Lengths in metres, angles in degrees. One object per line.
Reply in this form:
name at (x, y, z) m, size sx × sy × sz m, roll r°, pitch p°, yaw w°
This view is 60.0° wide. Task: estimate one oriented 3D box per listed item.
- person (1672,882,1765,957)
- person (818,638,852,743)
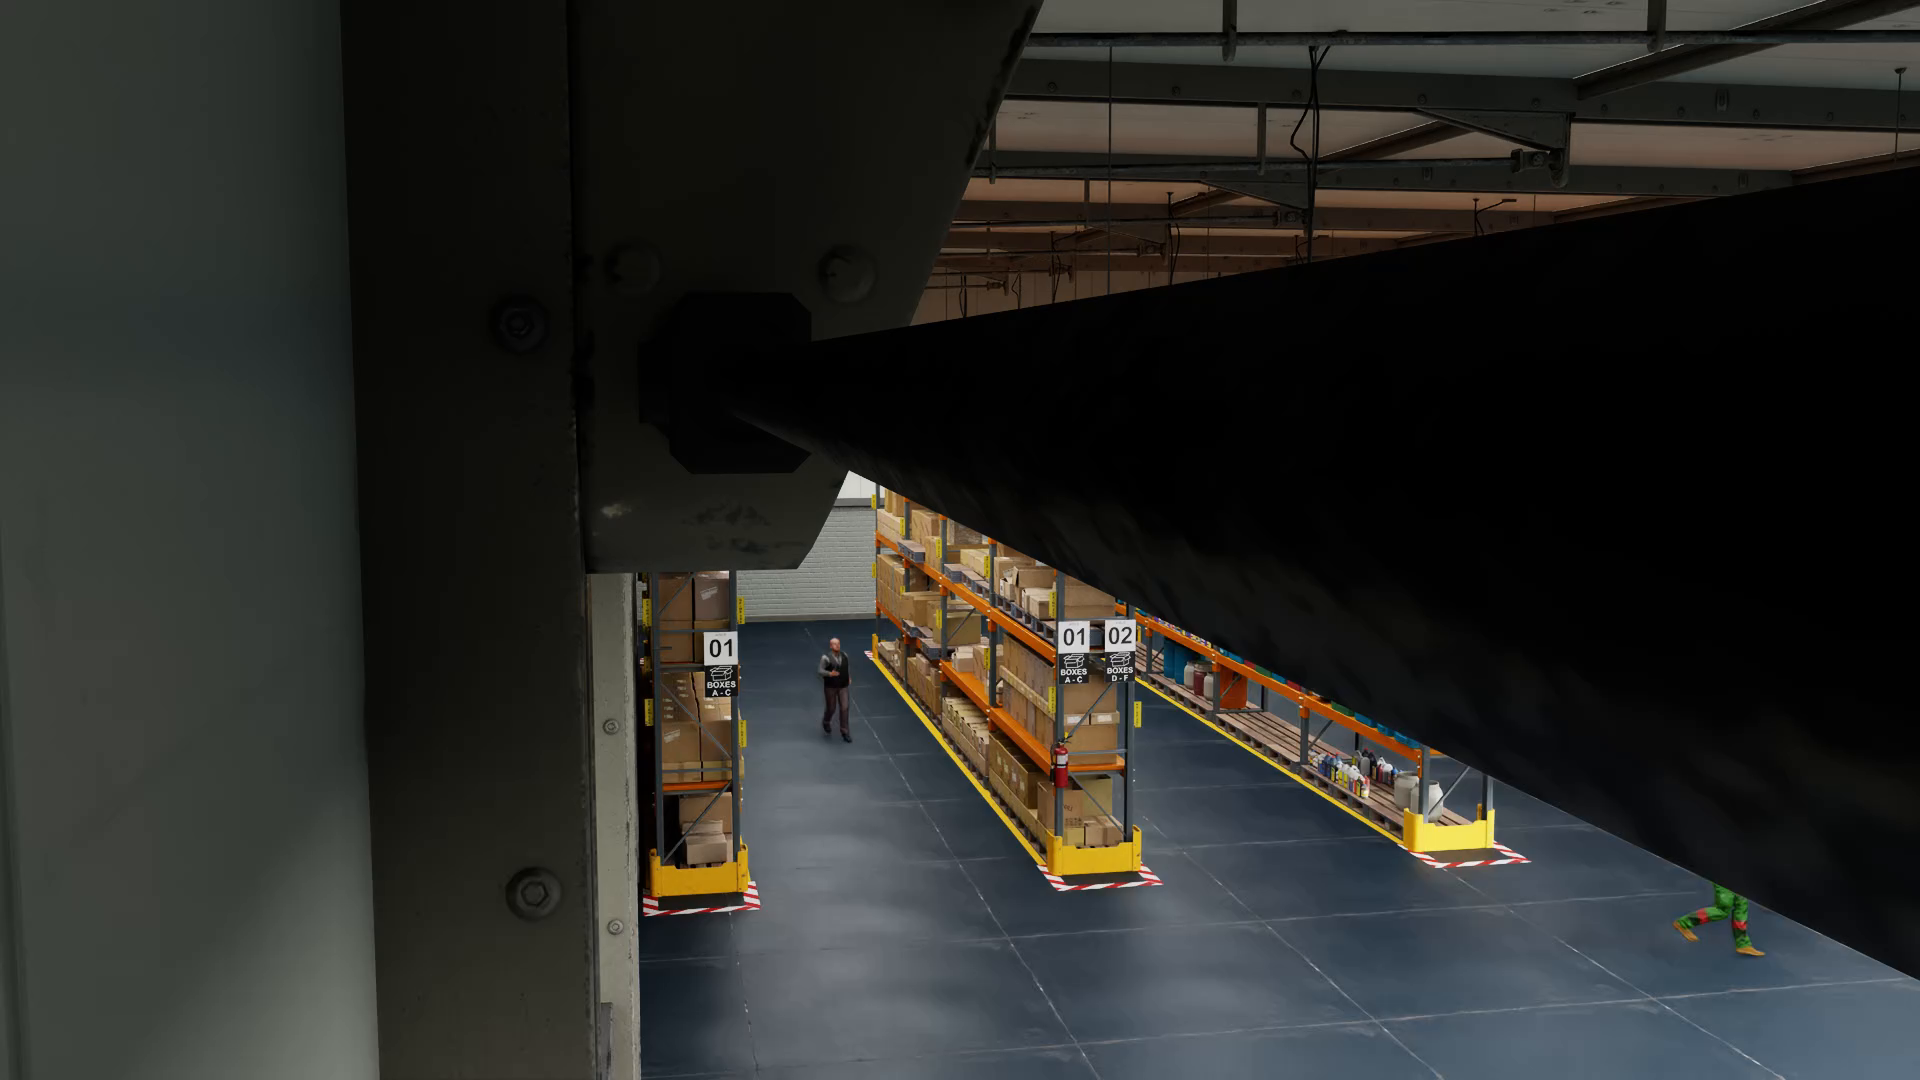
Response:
person at (8.232, 3.614, 17.985) m, size 0.957 × 1.774 × 0.671 m, roll 2°, pitch 6°, yaw 15°
person at (-2.118, 2.534, 28.423) m, size 0.657 × 1.724 × 0.950 m, roll -3°, pitch 6°, yaw -25°
